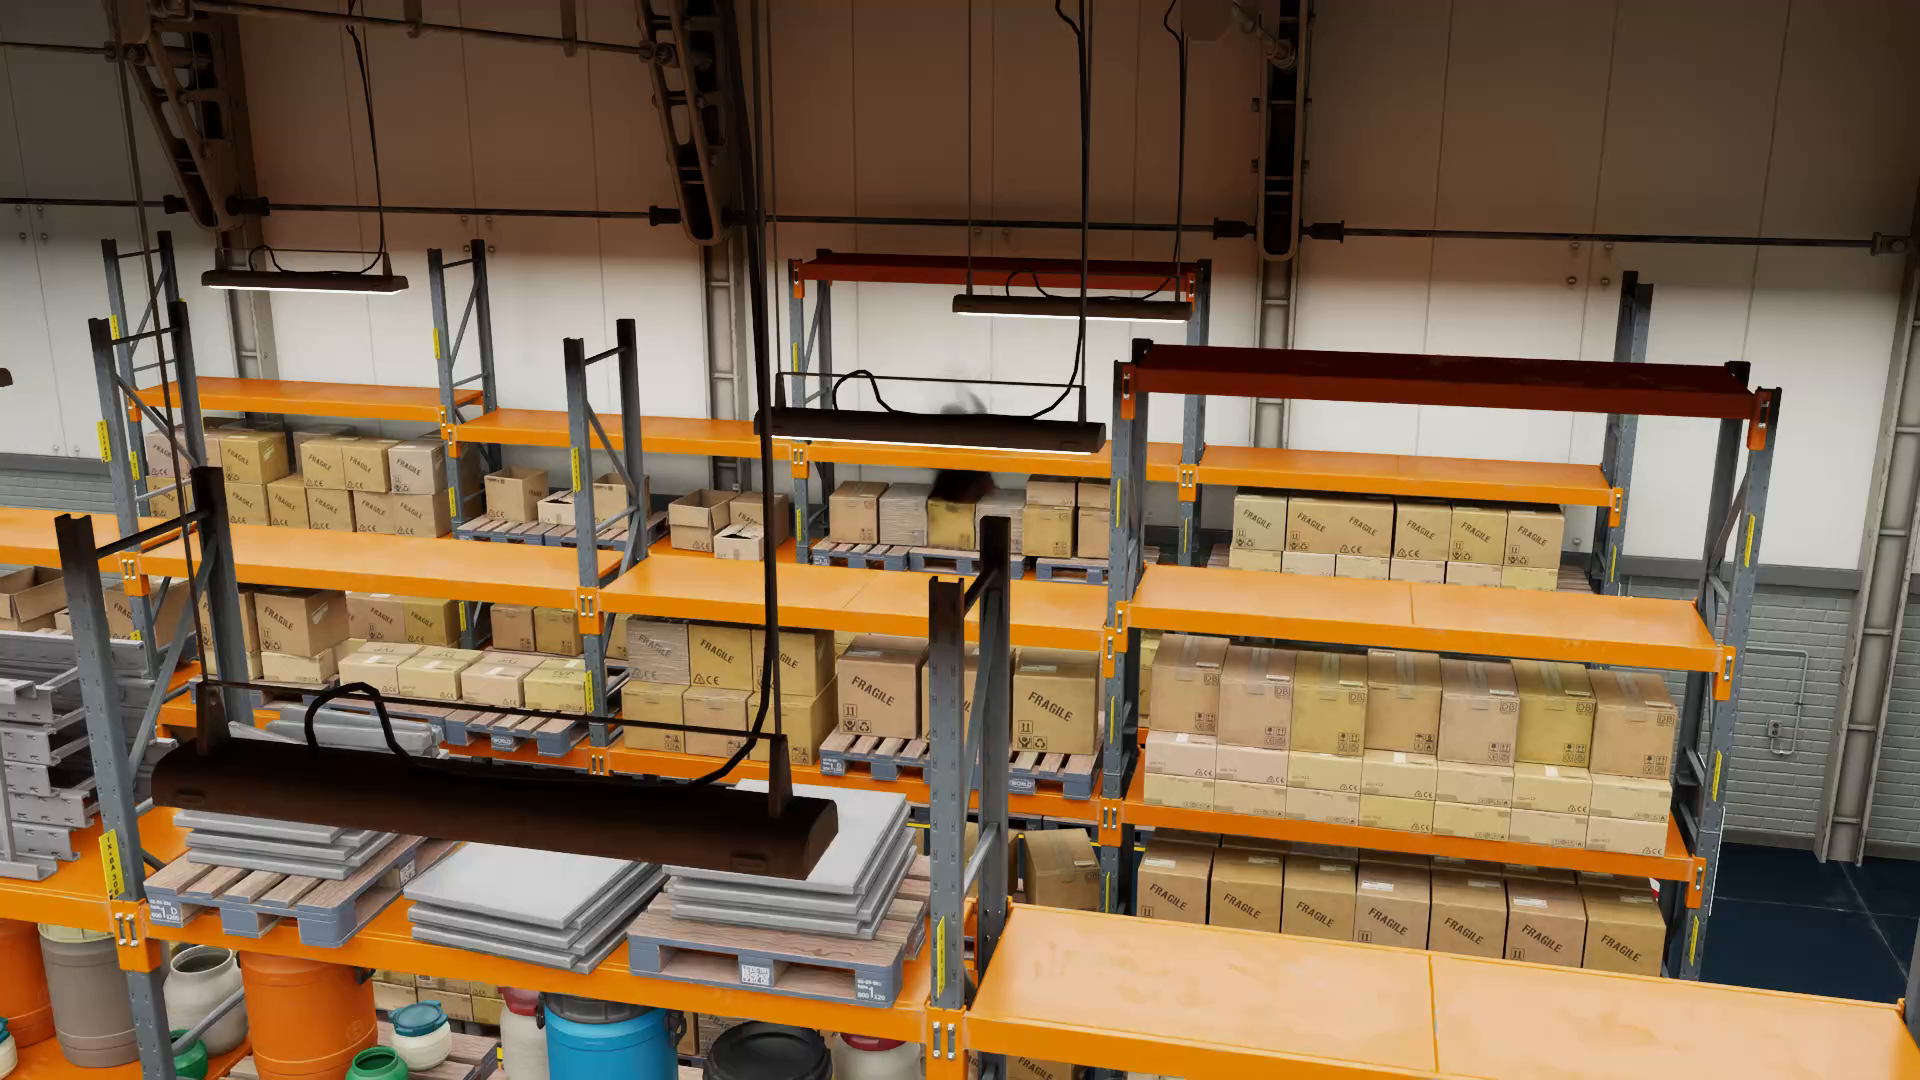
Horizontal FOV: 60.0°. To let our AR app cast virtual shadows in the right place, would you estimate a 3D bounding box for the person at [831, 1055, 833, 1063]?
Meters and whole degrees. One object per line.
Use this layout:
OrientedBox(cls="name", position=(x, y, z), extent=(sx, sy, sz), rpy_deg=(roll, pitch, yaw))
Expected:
OrientedBox(cls="person", position=(-0.820, 4.167, 11.071), extent=(0.945, 1.661, 0.610), rpy_deg=(2, 16, 6))
